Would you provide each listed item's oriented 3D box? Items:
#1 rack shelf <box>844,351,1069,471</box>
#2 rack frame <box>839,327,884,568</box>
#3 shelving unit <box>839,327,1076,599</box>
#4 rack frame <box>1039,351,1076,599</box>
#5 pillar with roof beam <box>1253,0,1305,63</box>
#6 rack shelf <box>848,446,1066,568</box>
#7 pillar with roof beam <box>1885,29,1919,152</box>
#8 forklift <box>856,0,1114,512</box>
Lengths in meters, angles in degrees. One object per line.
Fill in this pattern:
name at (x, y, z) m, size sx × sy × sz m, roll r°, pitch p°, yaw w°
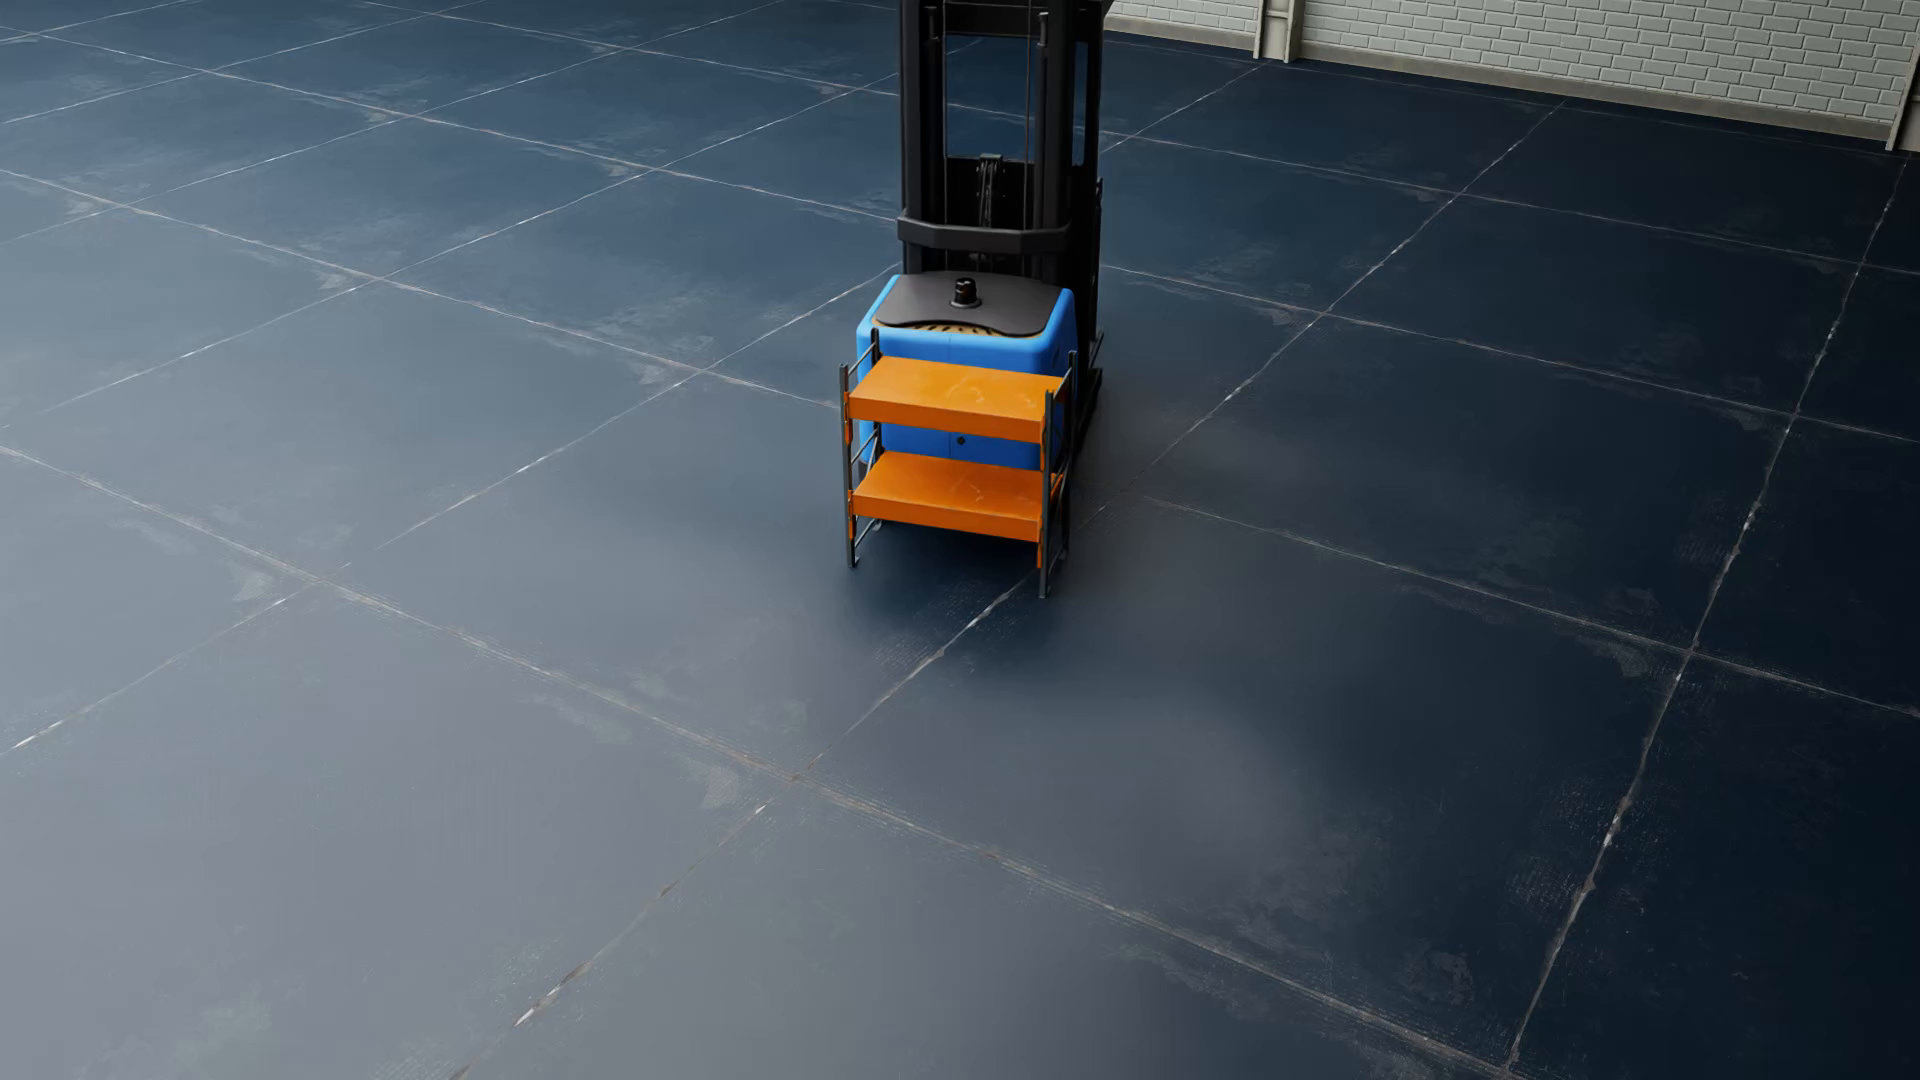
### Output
rack shelf at (-0.006, -0.641, 8.152) m, size 1.000 × 0.278 × 0.538 m, roll 9°, pitch 31°, yaw 14°
rack frame at (-0.493, -0.462, 8.426) m, size 0.032 × 1.125 × 0.500 m, roll 9°, pitch 31°, yaw 14°
shelving unit at (-0.006, -0.388, 8.300) m, size 1.048 × 1.125 × 0.538 m, roll 9°, pitch 31°, yaw 14°
rack frame at (0.480, -0.314, 8.173) m, size 0.032 × 1.125 × 0.500 m, roll 9°, pitch 31°, yaw 14°
pillar with roof beam at (1.026, -7.107, 12.002) m, size 0.400 × 9.000 × 9.100 m, roll 18°, pitch 35°, yaw 27°
rack shelf at (-0.006, -0.177, 8.423) m, size 1.000 × 0.278 × 0.538 m, roll 9°, pitch 31°, yaw 14°
pillar with roof beam at (6.108, -5.499, 9.247) m, size 0.400 × 9.000 × 9.100 m, roll 18°, pitch 35°, yaw 27°
forklift at (0.266, -2.098, 9.438) m, size 1.130 × 2.935 × 3.031 m, roll 6°, pitch 31°, yaw 11°
